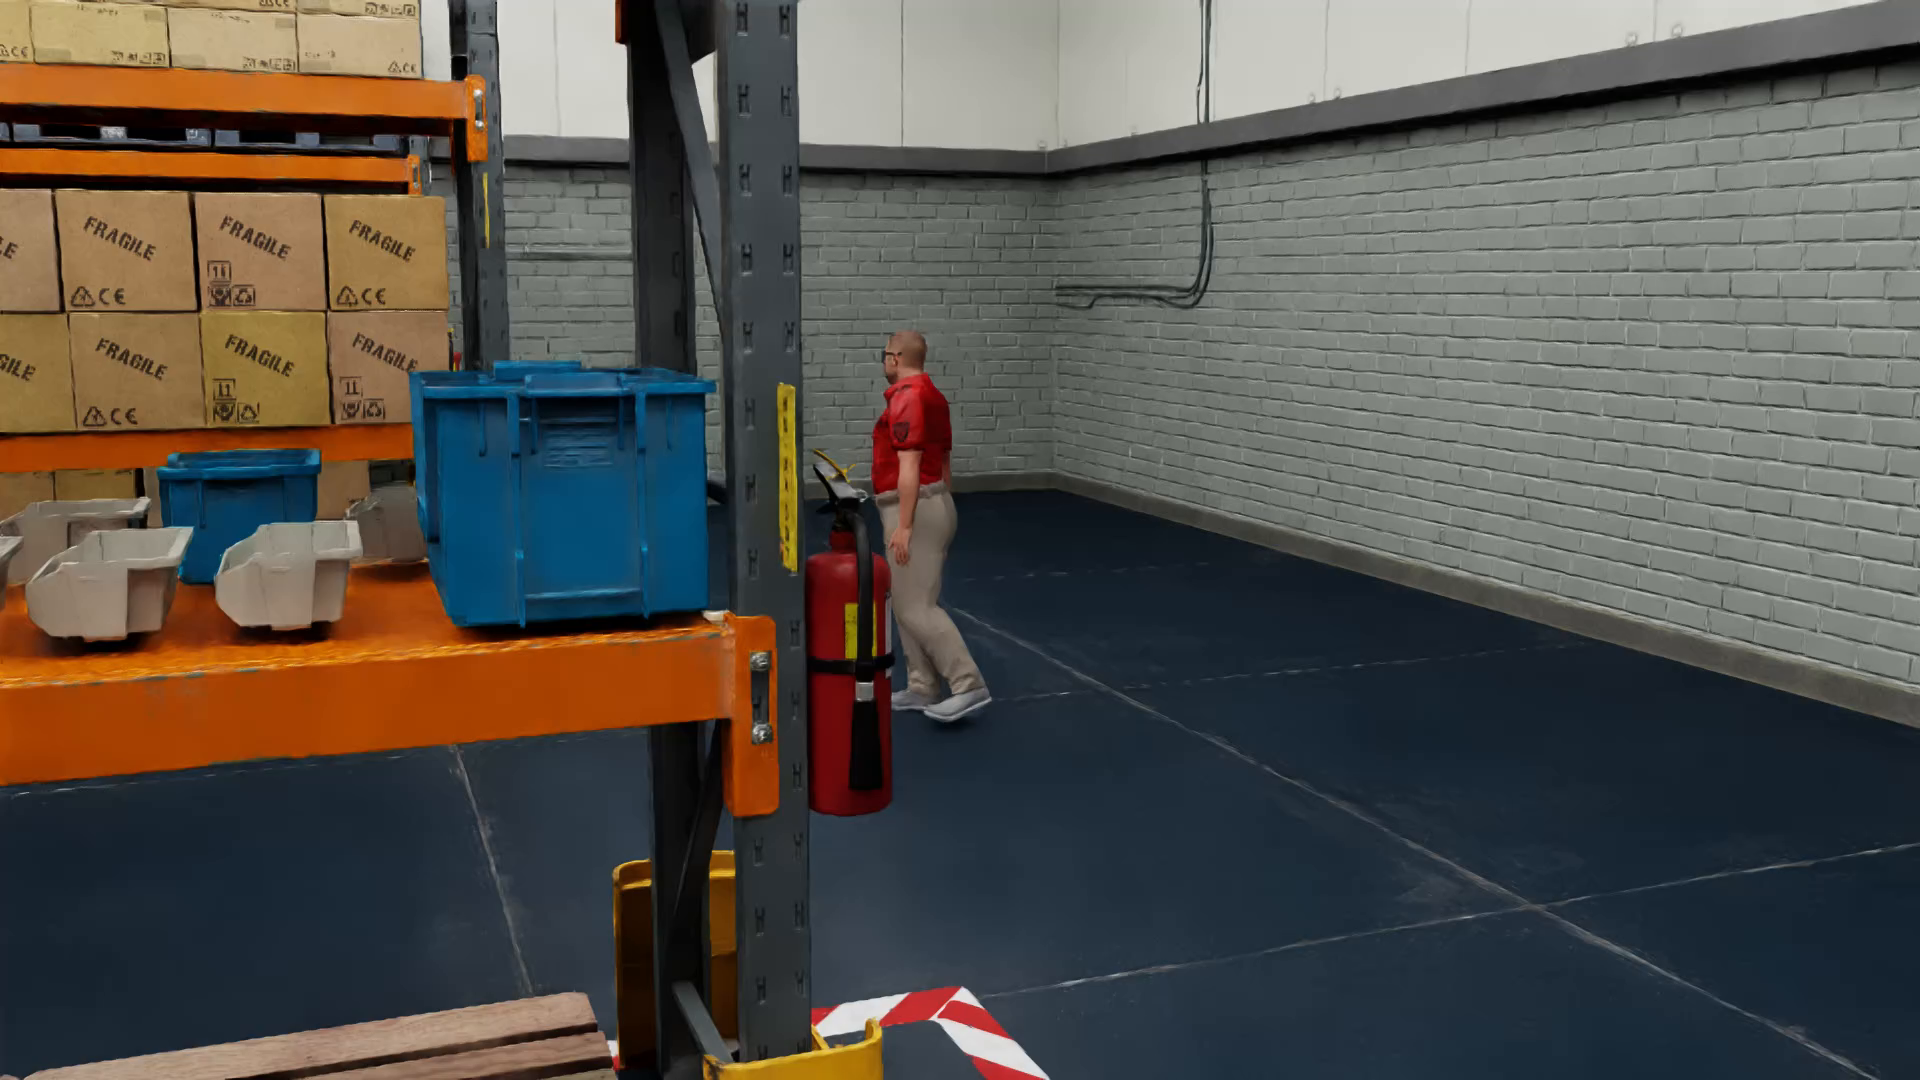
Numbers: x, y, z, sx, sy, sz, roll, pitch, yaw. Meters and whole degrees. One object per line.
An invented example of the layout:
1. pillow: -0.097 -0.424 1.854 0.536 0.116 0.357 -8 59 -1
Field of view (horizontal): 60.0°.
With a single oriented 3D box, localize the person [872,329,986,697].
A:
1. person: -0.124 -0.104 7.361 0.540 1.644 0.574 2 9 13
